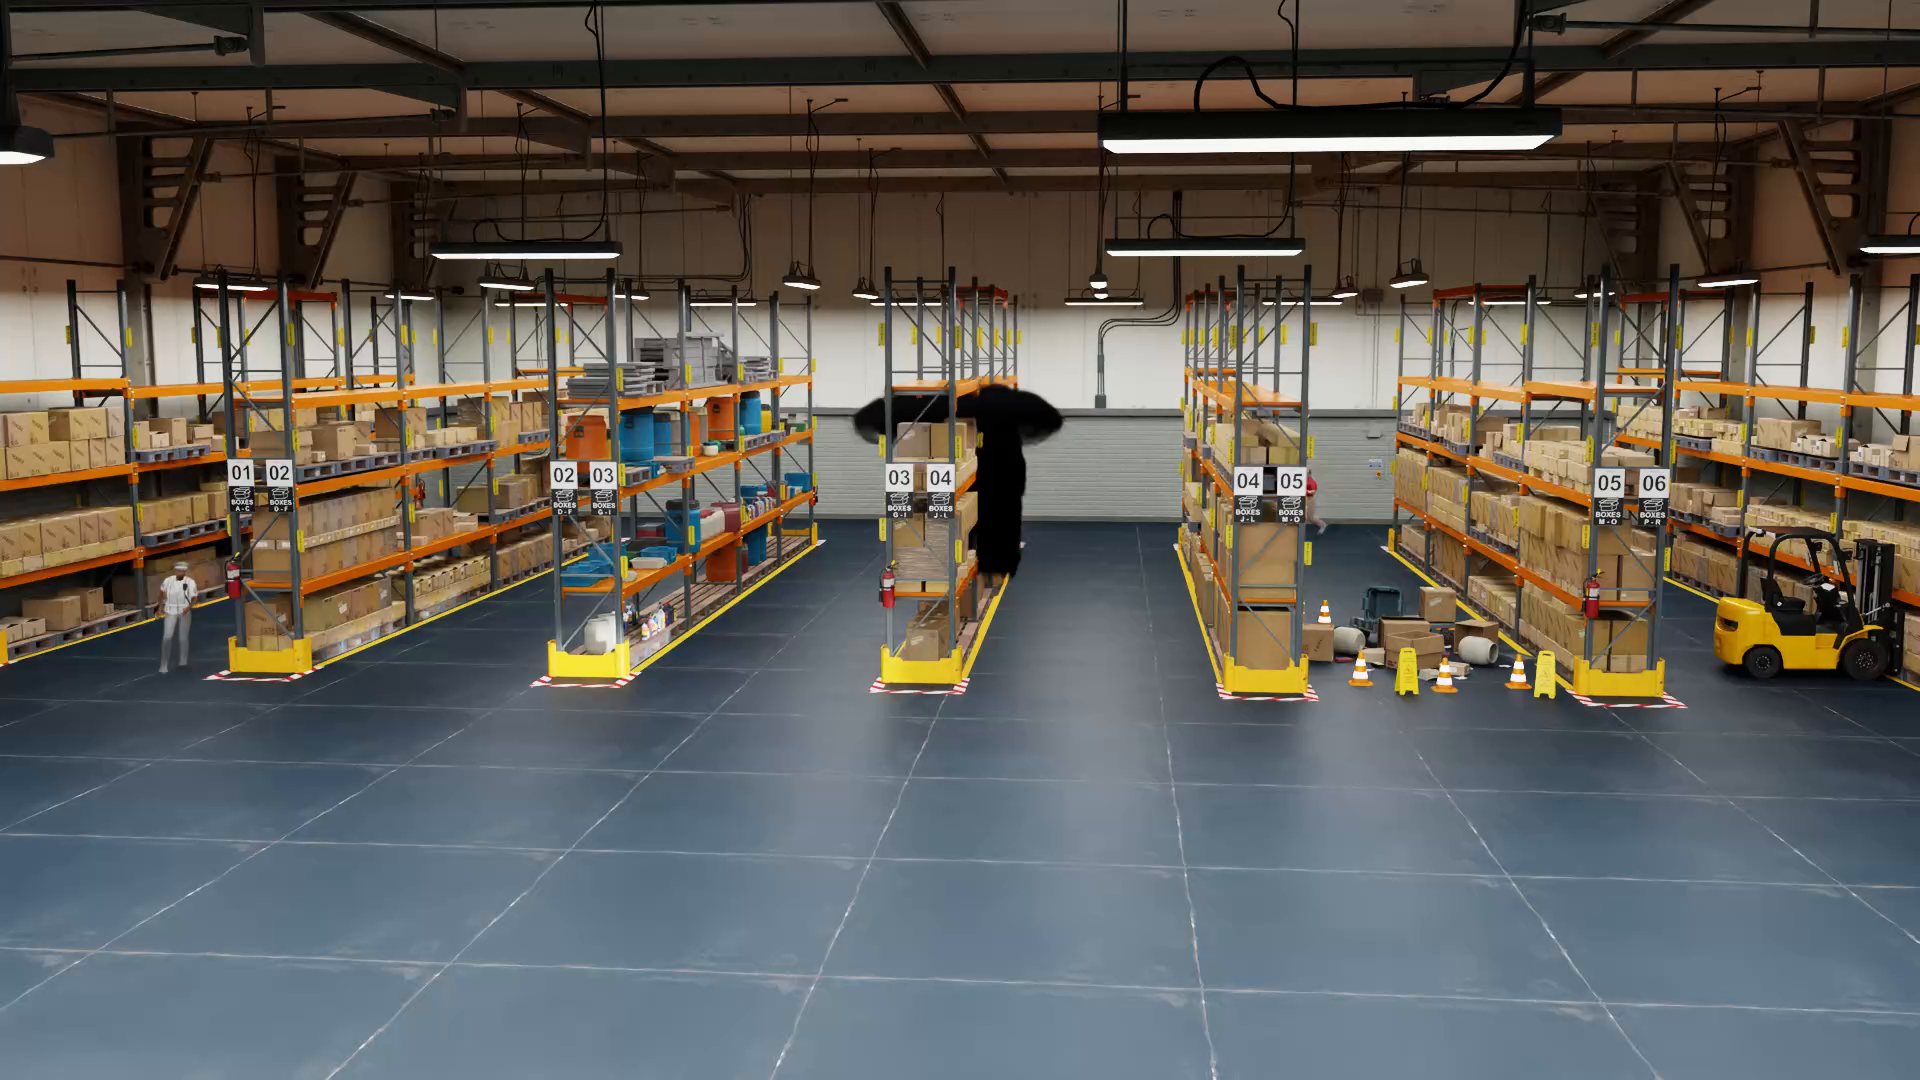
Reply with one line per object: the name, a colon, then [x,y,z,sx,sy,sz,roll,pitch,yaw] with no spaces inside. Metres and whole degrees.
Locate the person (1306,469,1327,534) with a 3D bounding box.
person: [8.772,-0.939,41.790,0.933,1.708,0.670,-2,7,-19]

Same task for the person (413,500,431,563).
person: [-11.201,0.019,34.533,0.605,1.697,0.725,0,7,3]

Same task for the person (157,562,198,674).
person: [-11.775,1.169,25.036,0.589,1.728,0.739,-3,7,-20]
